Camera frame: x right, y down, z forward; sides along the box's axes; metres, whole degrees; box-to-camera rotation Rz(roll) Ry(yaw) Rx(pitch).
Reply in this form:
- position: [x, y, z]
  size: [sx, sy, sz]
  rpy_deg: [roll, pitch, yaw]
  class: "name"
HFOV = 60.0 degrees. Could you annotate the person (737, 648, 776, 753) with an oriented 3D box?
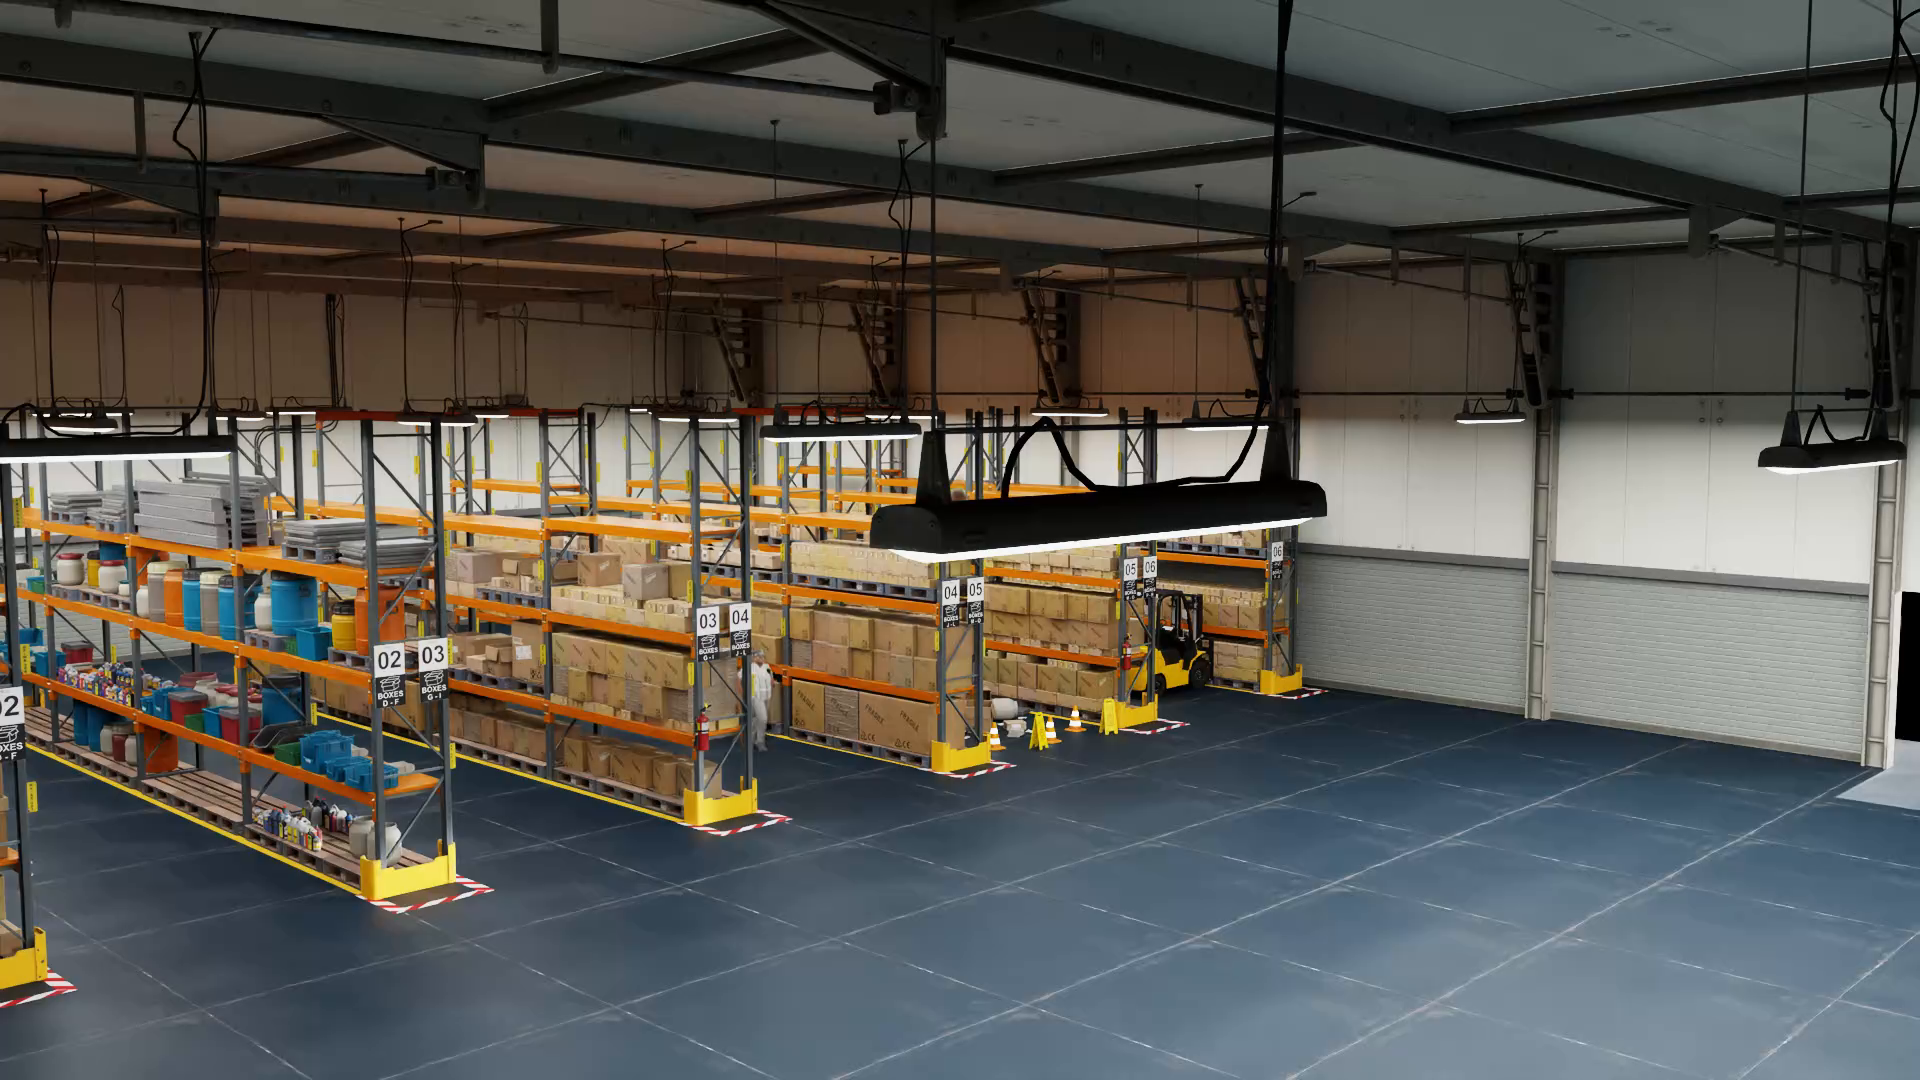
- position: [-3.556, 2.844, 29.531]
  size: [0.759, 1.848, 0.632]
  rpy_deg: [4, 6, 37]
  class: "person"
